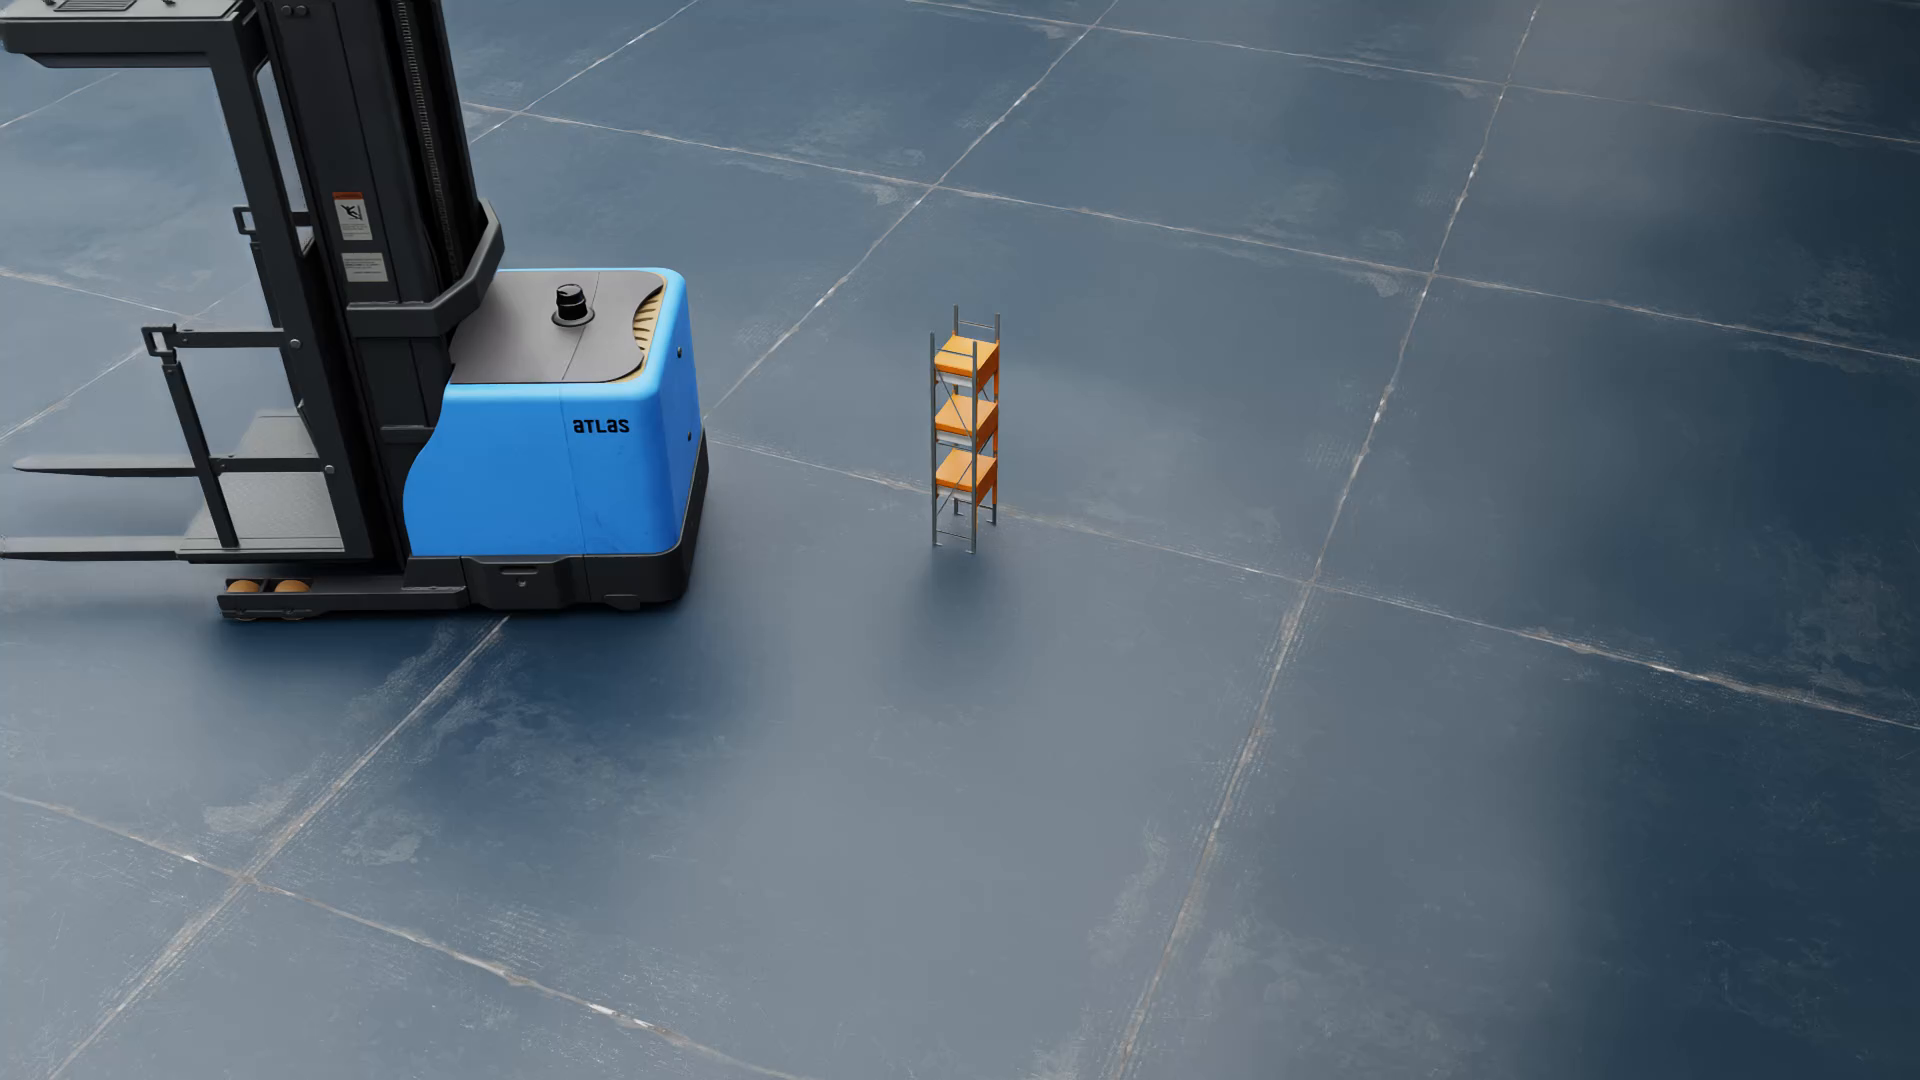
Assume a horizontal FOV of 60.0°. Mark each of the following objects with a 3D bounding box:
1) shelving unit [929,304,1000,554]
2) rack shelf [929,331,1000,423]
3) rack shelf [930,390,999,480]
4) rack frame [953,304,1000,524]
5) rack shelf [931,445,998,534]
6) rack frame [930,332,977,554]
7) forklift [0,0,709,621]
[{"bbox_3d":[0.020,-0.450,6.975,0.215,1.050,0.252,14,39,18],"label":"shelving unit"},{"bbox_3d":[0.020,-0.669,6.812,0.215,0.259,0.240,14,39,18],"label":"rack shelf"},{"bbox_3d":[0.020,-0.442,6.982,0.215,0.259,0.240,14,39,18],"label":"rack shelf"},{"bbox_3d":[0.067,-0.518,7.066,0.200,1.050,0.008,14,39,18],"label":"rack frame"},{"bbox_3d":[0.020,-0.219,7.148,0.215,0.259,0.240,14,39,18],"label":"rack shelf"},{"bbox_3d":[-0.026,-0.383,6.885,0.200,1.050,0.008,14,39,18],"label":"rack frame"},{"bbox_3d":[-2.647,-1.163,6.358,3.031,2.935,1.130,-1,37,-1],"label":"forklift"}]
